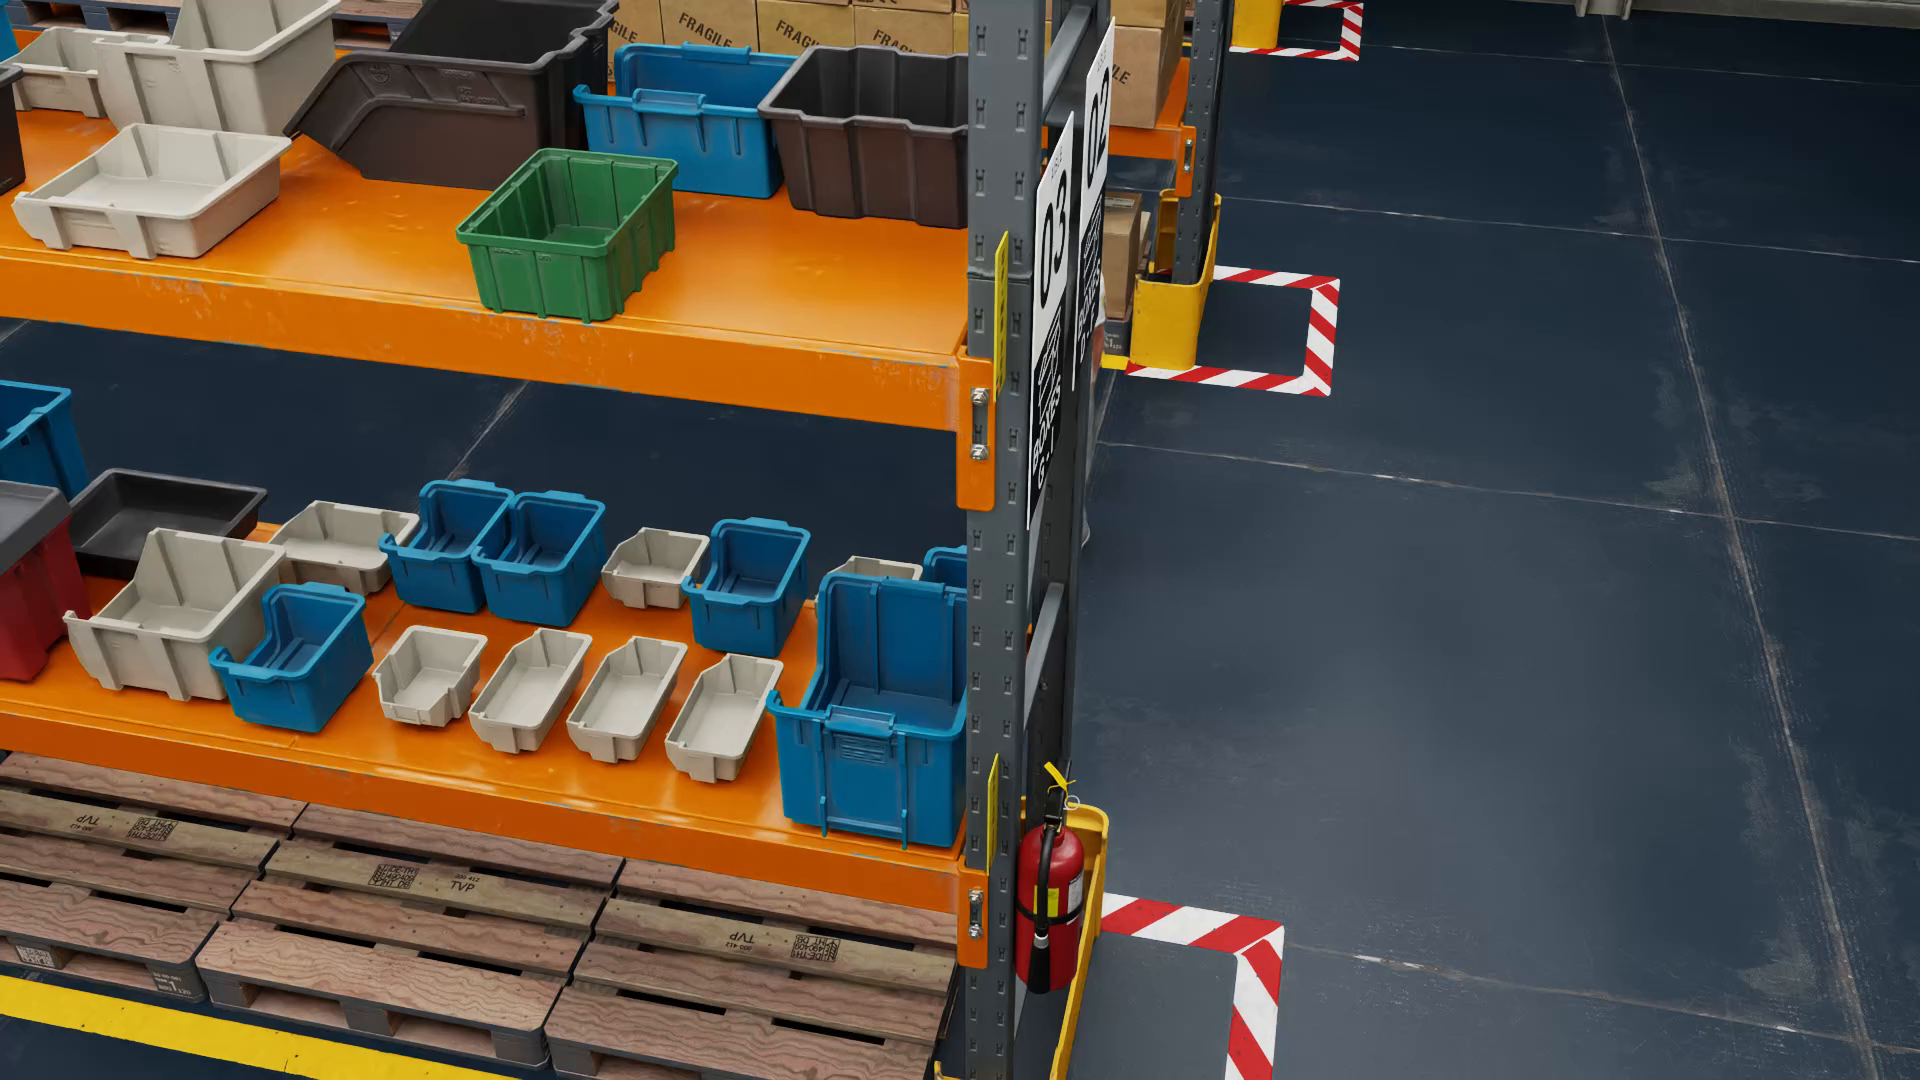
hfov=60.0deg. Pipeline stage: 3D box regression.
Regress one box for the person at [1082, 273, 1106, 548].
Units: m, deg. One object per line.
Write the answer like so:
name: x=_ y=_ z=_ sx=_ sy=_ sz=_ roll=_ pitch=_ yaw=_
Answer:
person: x=0.340 y=-0.685 z=7.102 sx=0.538 sy=1.732 sz=0.392 roll=8 pitch=37 yaw=11
